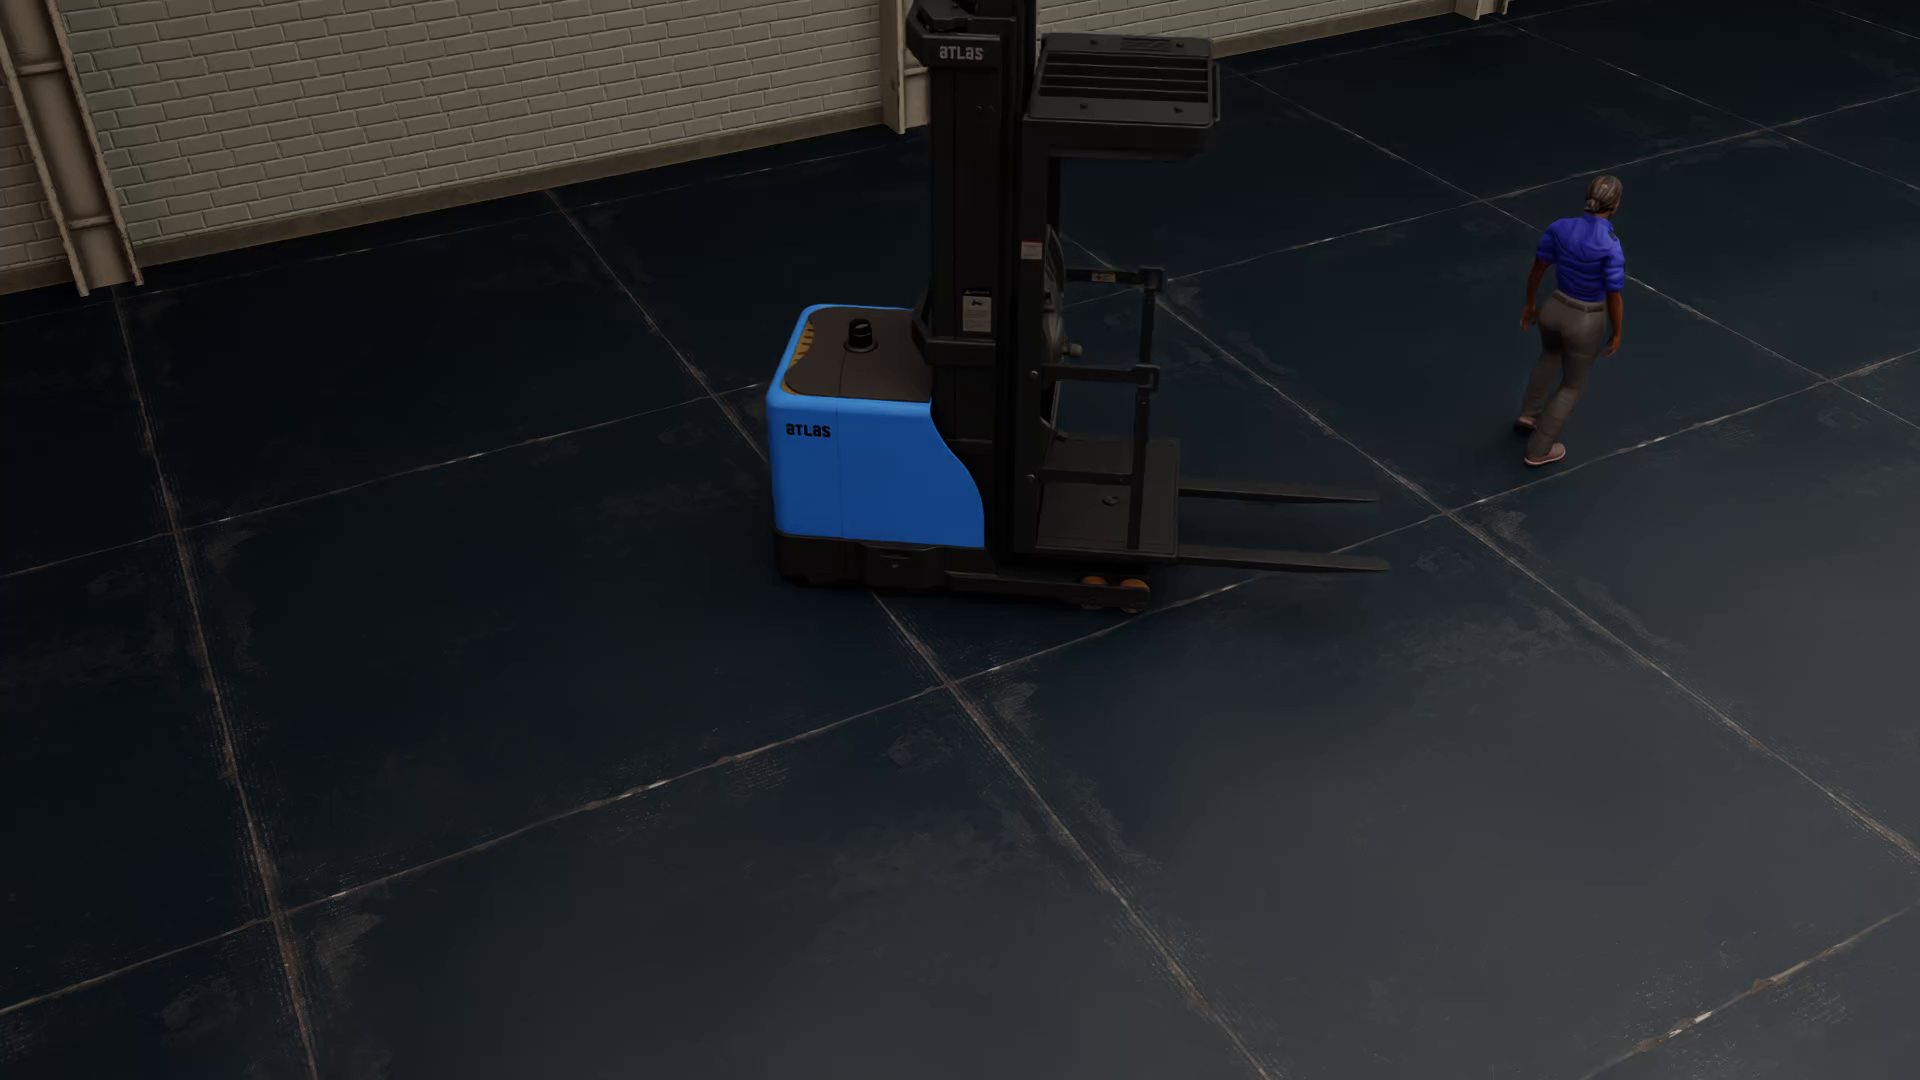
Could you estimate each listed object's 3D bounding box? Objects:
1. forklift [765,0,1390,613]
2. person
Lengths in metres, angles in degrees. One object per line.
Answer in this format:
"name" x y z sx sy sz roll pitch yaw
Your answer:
"forklift" 0.624 -1.166 7.772 3.031 2.935 1.130 4 35 5
"person" 3.303 -1.161 8.950 0.484 1.705 0.552 -22 41 -28
